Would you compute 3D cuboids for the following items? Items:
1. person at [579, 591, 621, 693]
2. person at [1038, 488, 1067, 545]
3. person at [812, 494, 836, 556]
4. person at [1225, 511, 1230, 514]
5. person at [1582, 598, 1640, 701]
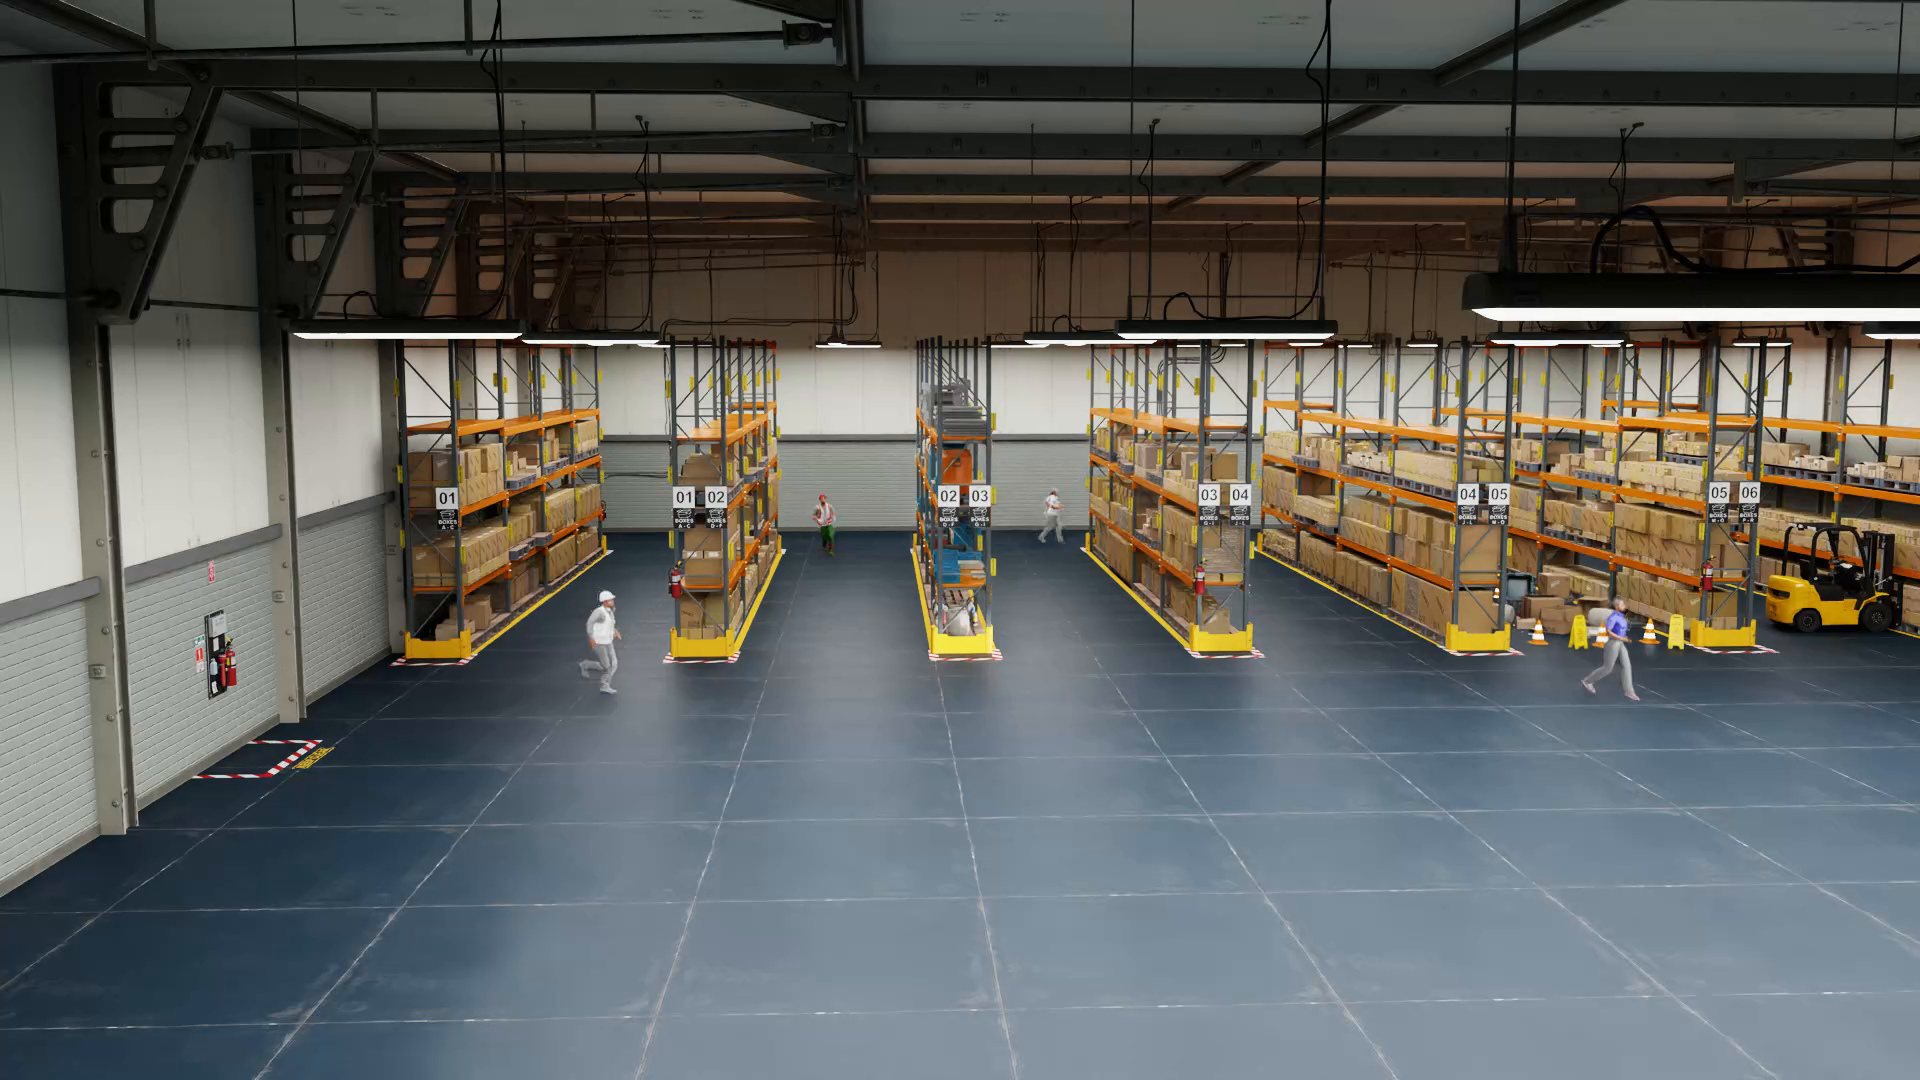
[{"bbox_3d":[-6.061,1.716,27.969,0.702,1.736,0.686,2,7,16],"label":"person"},{"bbox_3d":[2.735,-0.701,49.218,0.857,1.703,0.599,1,7,10],"label":"person"},{"bbox_3d":[-3.811,-0.423,46.653,0.697,1.731,0.747,-3,7,-22],"label":"person"},{"bbox_3d":[7.372,-0.529,47.226,0.670,1.789,0.992,0,6,-3],"label":"person"},{"bbox_3d":[10.828,1.783,27.475,0.947,1.659,0.619,6,9,43],"label":"person"}]
